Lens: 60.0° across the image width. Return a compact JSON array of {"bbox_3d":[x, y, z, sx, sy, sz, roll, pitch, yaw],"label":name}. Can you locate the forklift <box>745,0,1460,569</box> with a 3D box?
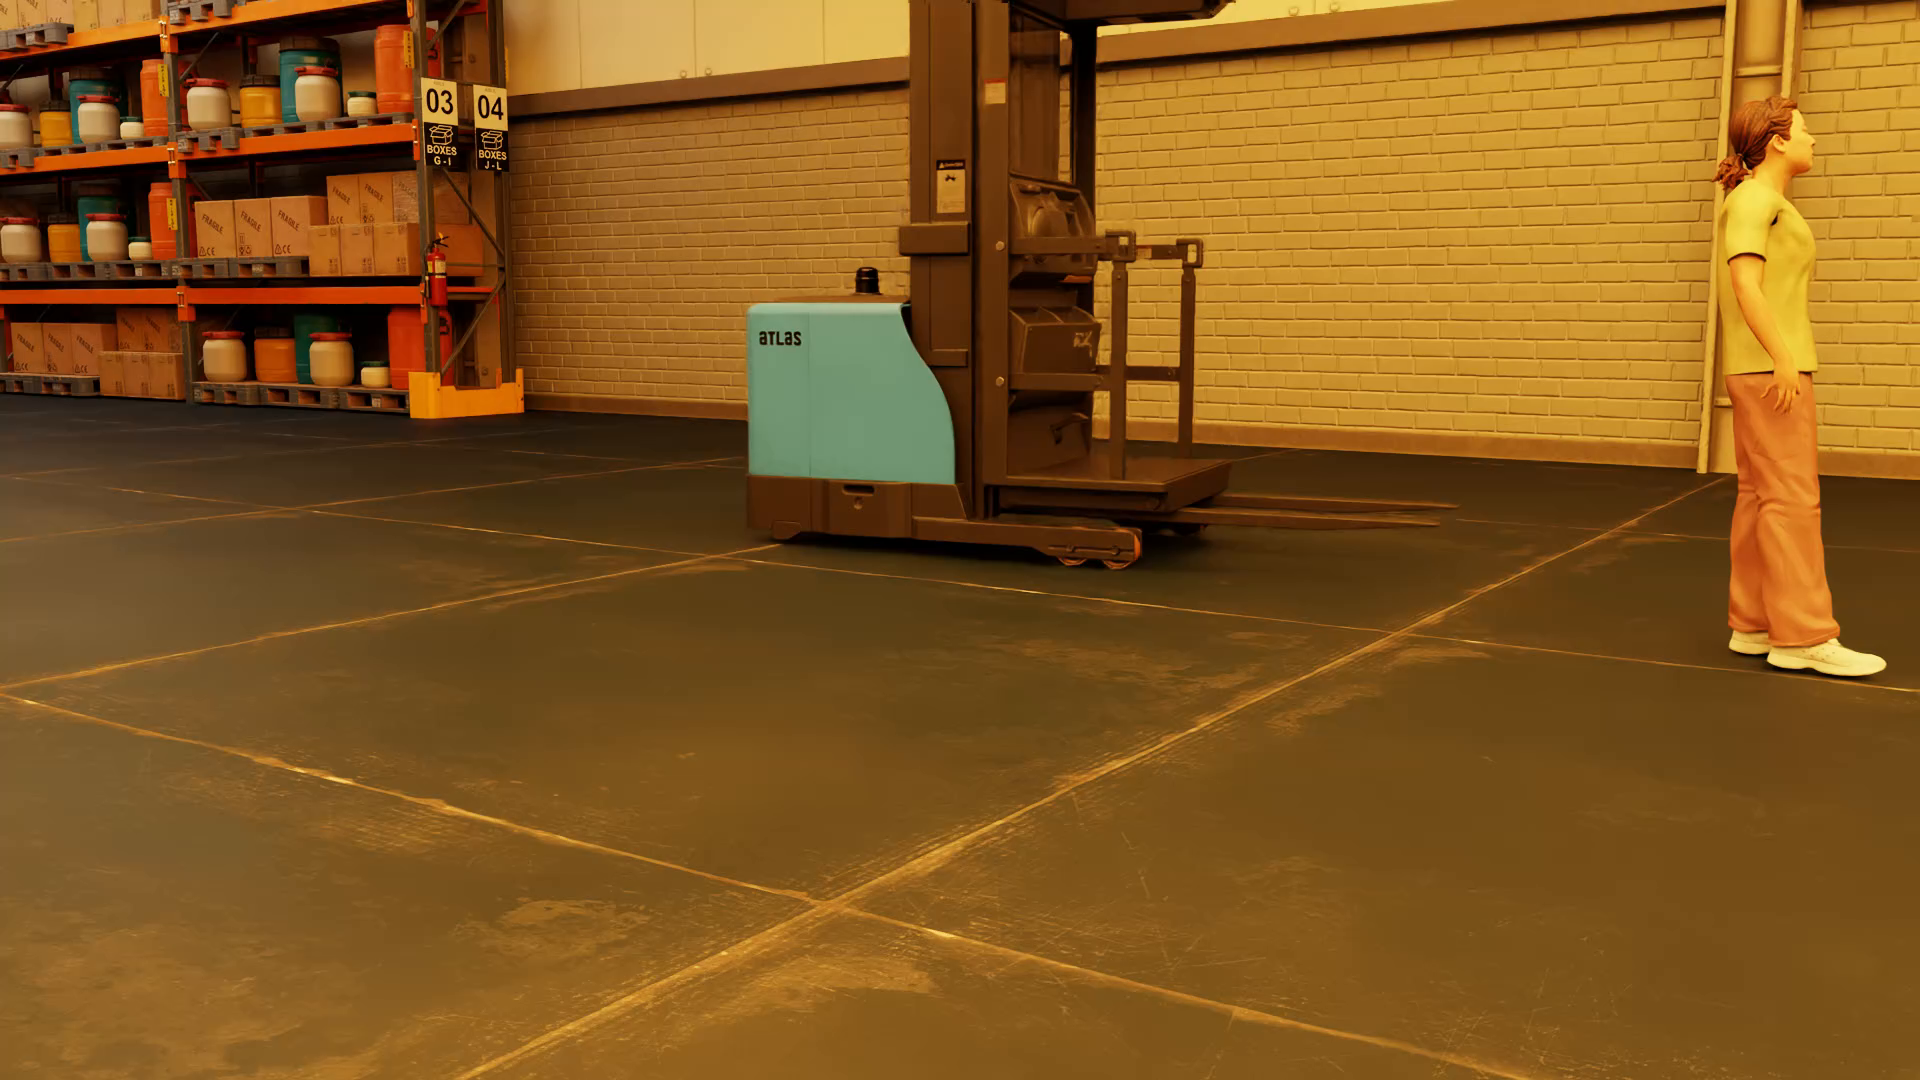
[{"bbox_3d":[0.594,-1.417,7.157,3.031,2.935,1.130,4,9,23],"label":"forklift"}]

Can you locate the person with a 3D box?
[{"bbox_3d":[2.496,-0.476,4.962,0.544,1.676,0.548,4,9,24],"label":"person"}]
